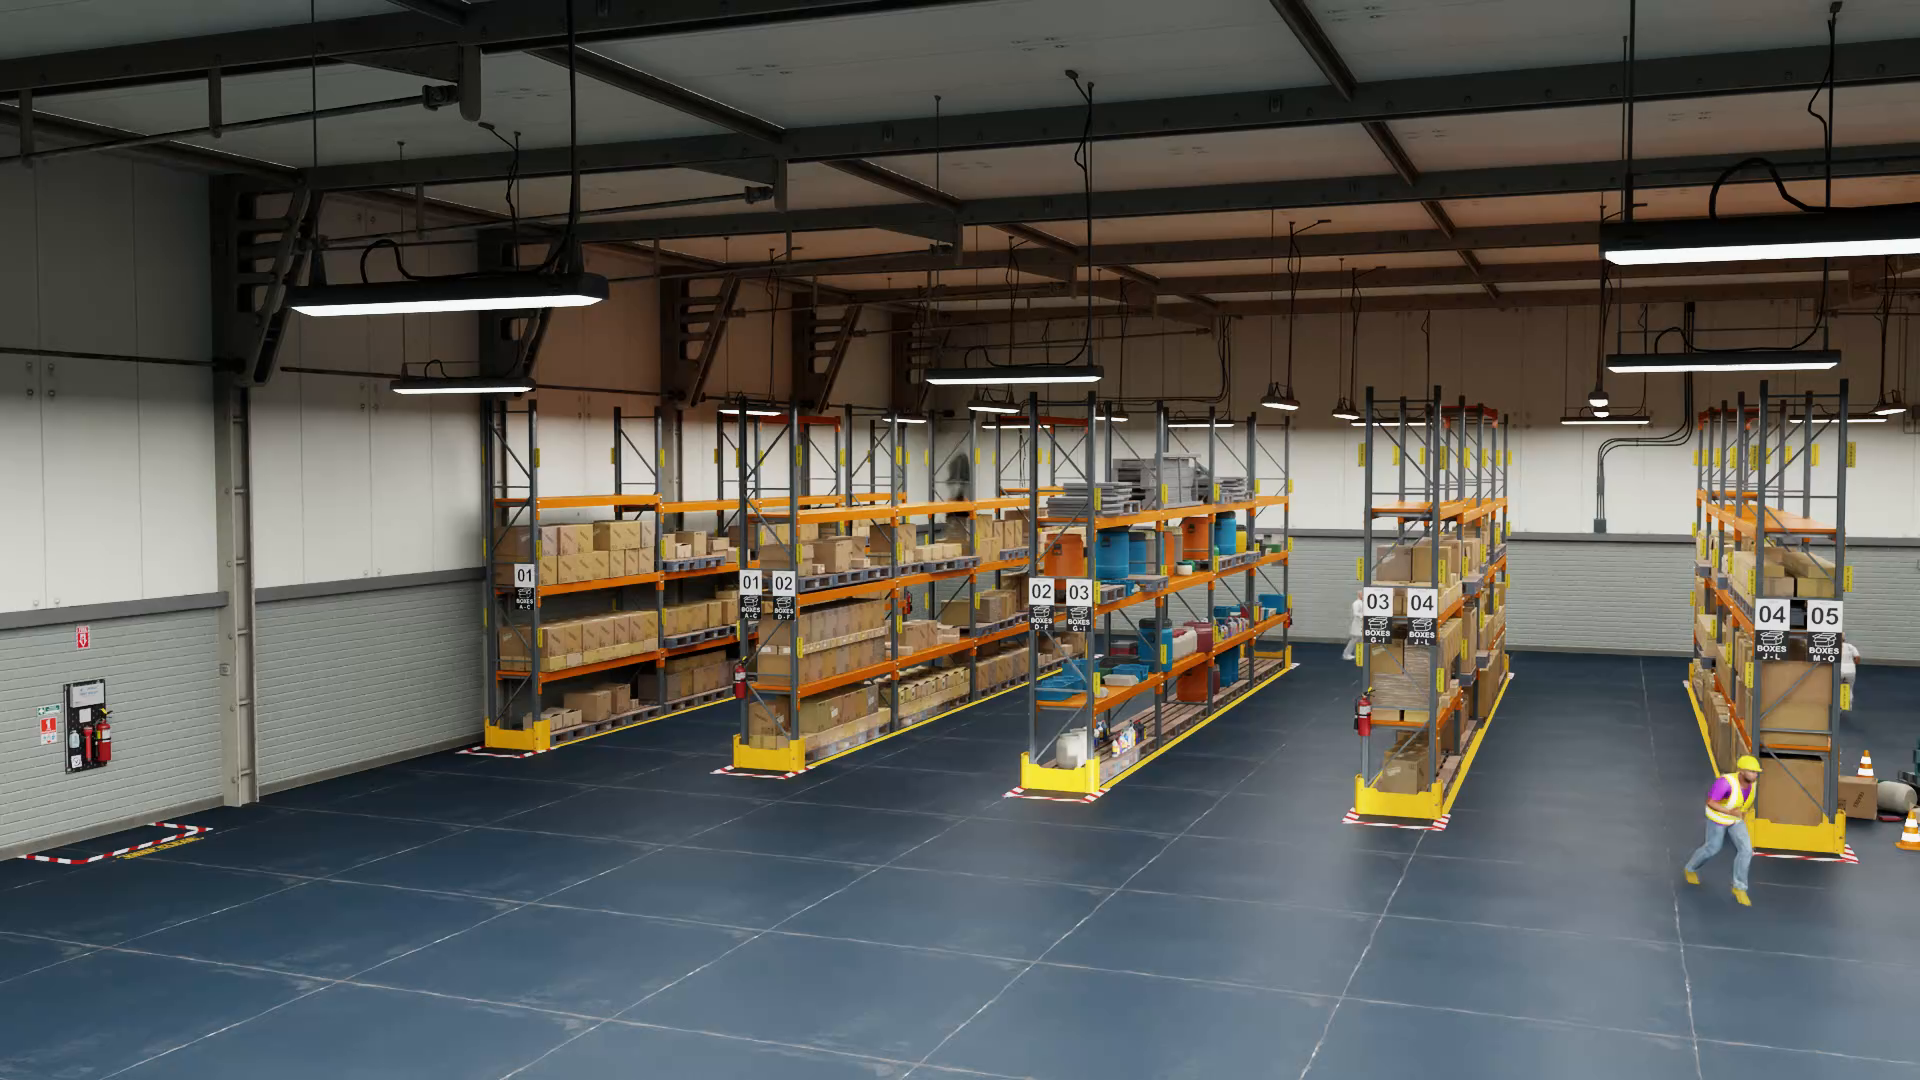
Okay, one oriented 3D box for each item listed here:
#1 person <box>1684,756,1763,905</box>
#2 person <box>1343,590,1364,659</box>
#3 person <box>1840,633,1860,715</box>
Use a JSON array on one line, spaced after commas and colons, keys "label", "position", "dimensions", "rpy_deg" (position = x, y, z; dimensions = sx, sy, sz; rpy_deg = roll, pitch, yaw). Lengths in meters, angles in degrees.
[{"label": "person", "position": [8.713, 3.257, 18.979], "dimensions": [0.747, 1.714, 1.047], "rpy_deg": [-1, 3, -21]}, {"label": "person", "position": [9.896, 2.091, 41.024], "dimensions": [0.731, 1.736, 0.897], "rpy_deg": [-2, 4, -41]}, {"label": "person", "position": [17.070, 2.631, 32.129], "dimensions": [0.574, 1.663, 0.920], "rpy_deg": [1, 3, 18]}]
